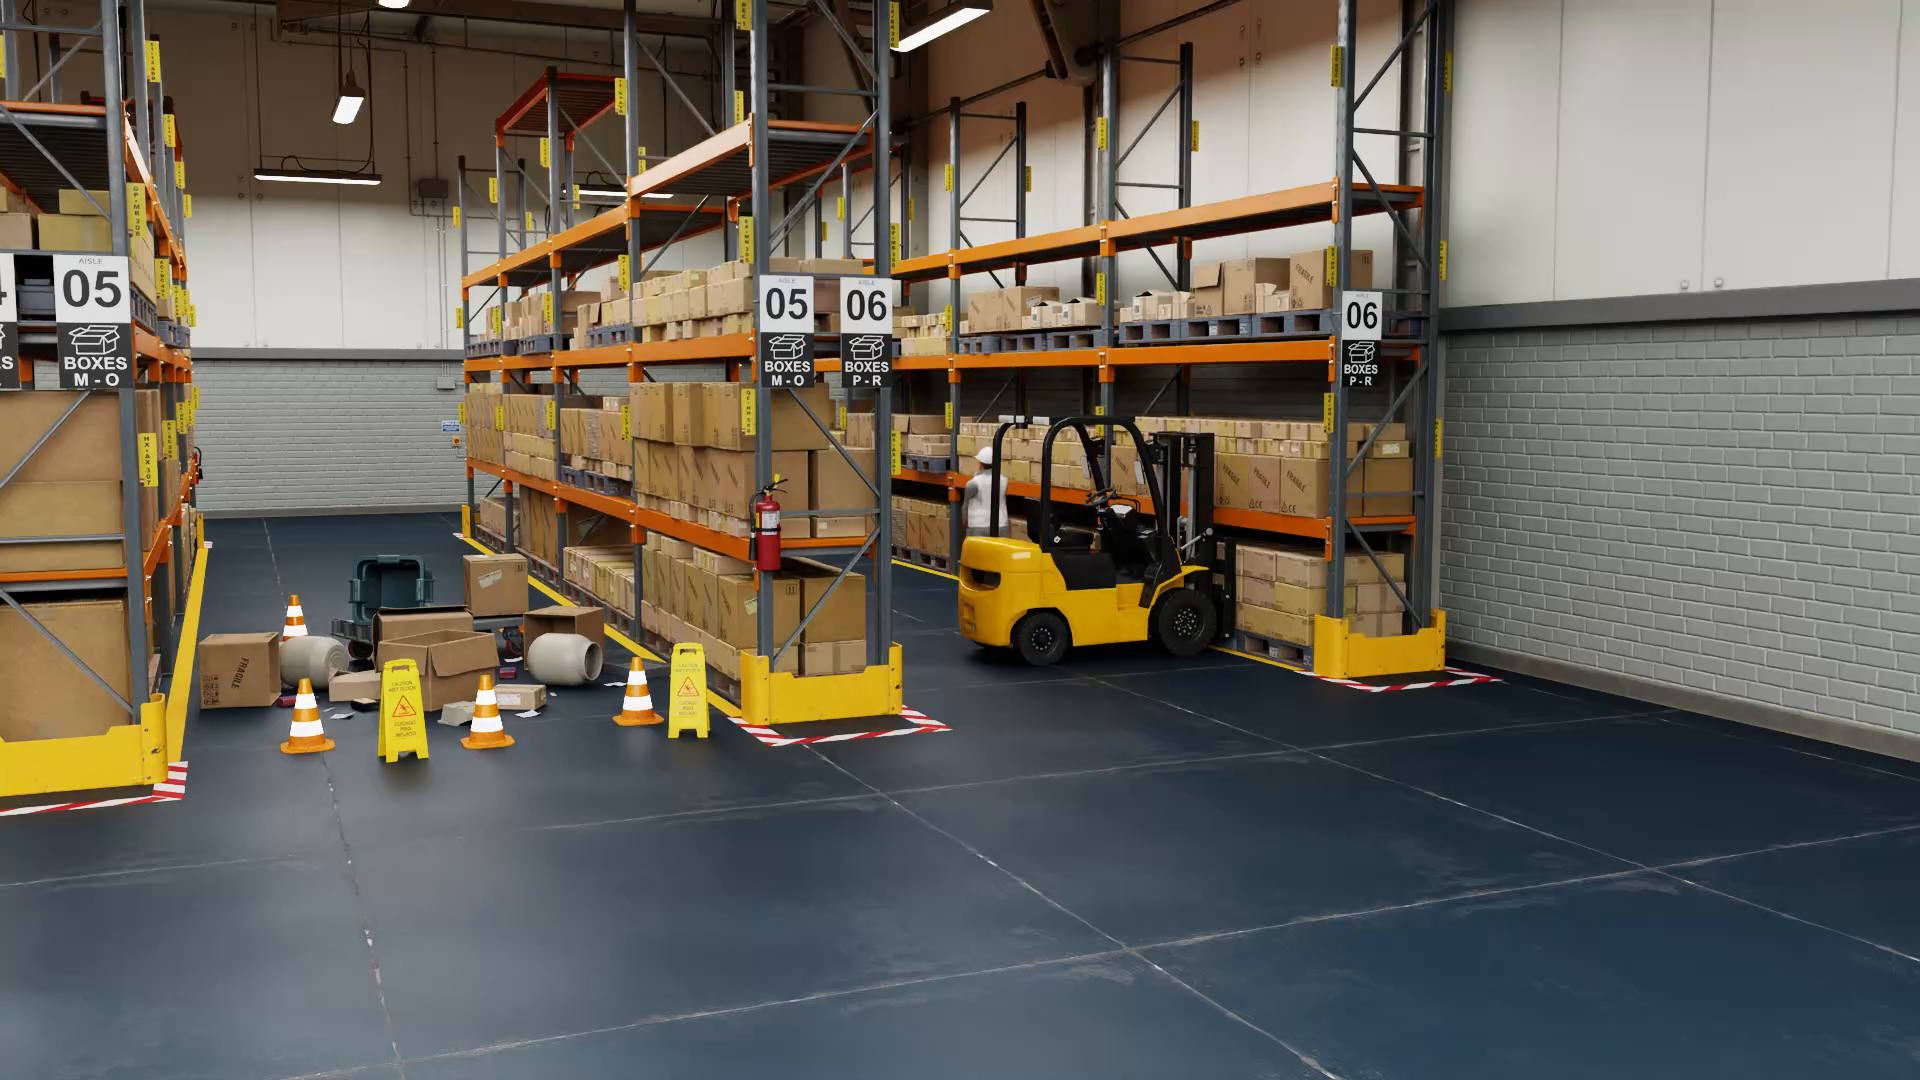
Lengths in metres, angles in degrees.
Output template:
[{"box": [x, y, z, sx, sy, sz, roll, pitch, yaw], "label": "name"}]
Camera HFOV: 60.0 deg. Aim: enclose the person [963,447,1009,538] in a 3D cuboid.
[{"box": [0.248, -0.130, 18.042, 0.494, 1.767, 0.545, -2, 6, -23], "label": "person"}]
